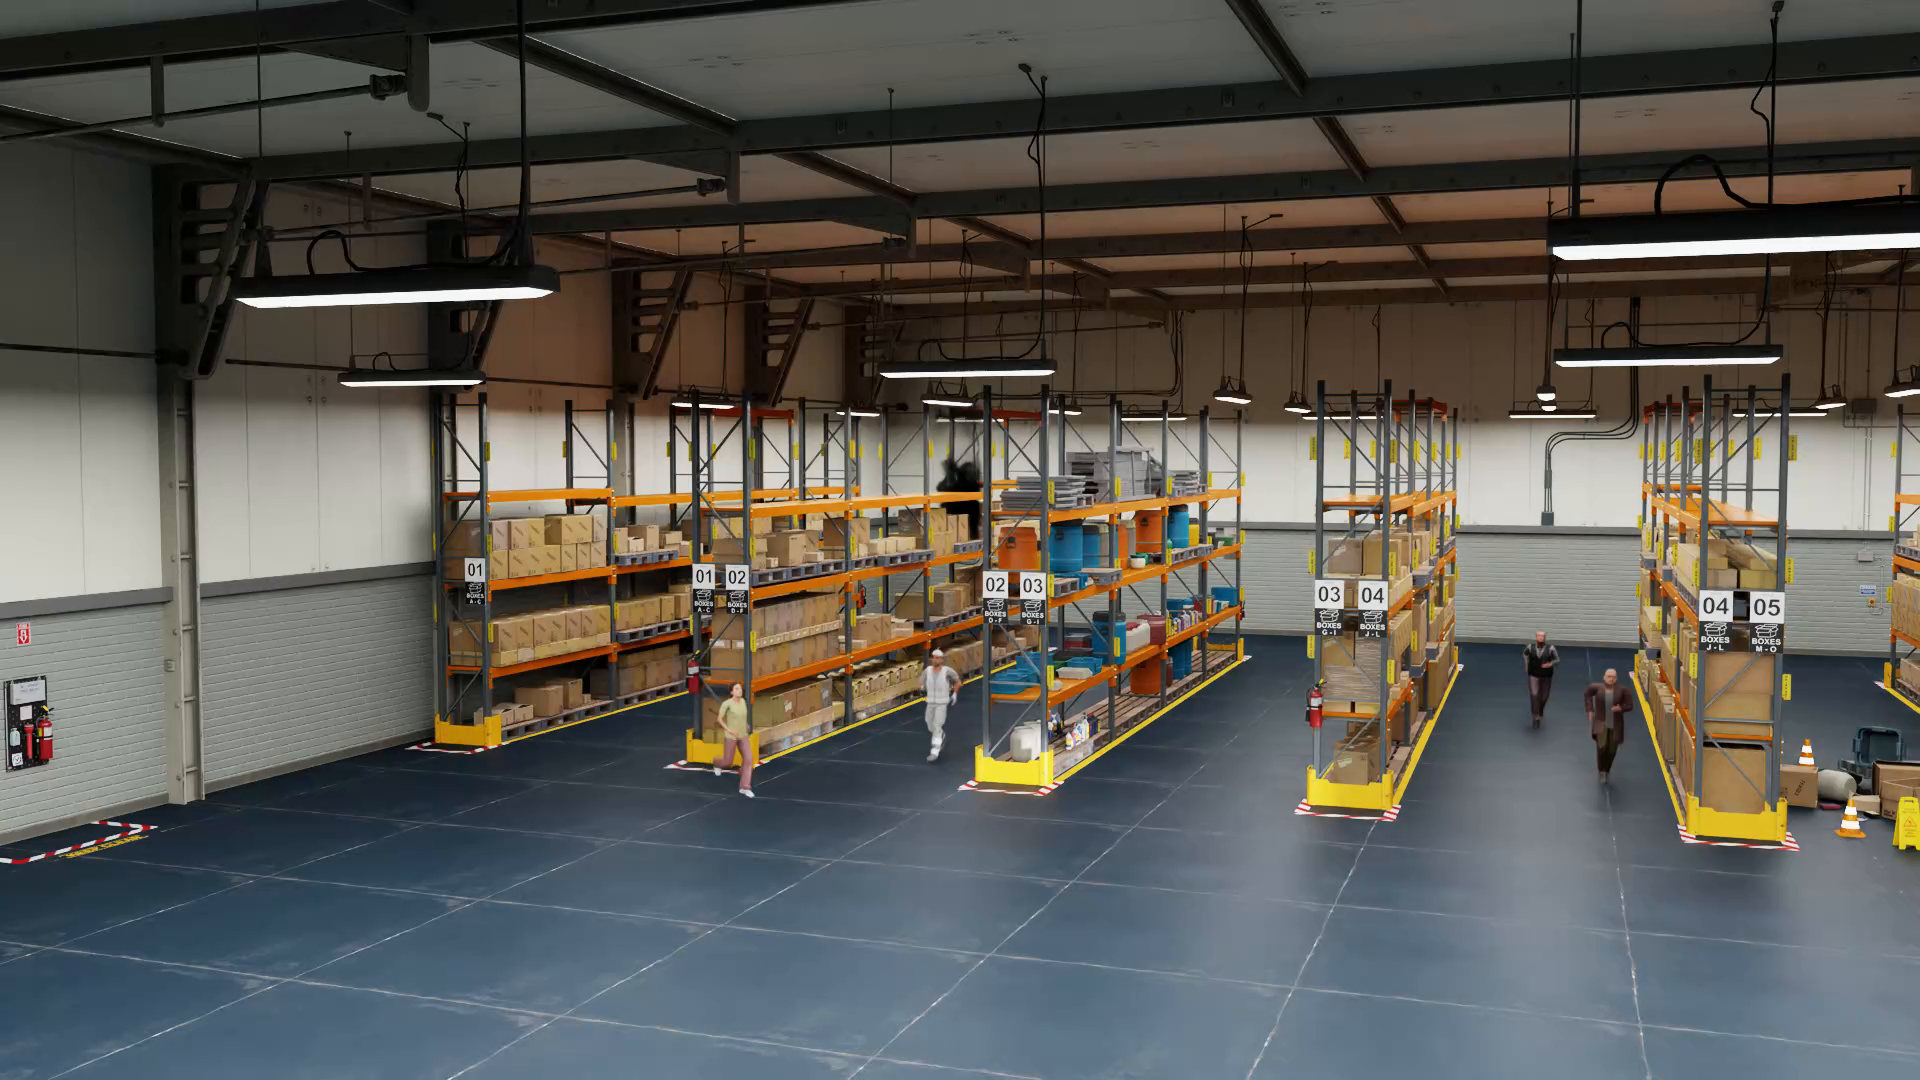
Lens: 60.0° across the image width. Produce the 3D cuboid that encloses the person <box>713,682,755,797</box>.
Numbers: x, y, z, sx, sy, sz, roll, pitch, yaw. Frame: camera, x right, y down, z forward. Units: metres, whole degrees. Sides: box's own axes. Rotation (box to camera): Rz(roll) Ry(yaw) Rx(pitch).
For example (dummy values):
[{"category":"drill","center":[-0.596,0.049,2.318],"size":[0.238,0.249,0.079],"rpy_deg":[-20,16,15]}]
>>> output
[{"category":"person","center":[-3.319,2.903,24.442],"size":[0.559,1.652,1.008],"rpy_deg":[-2,4,-36]}]

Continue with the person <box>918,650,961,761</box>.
[{"category":"person","center":[-0.356,2.656,27.031],"size":[0.668,1.770,0.908],"rpy_deg":[1,3,21]}]

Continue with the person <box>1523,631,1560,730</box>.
[{"category":"person","center":[10.629,2.533,30.406],"size":[0.622,1.752,1.083],"rpy_deg":[1,3,13]}]

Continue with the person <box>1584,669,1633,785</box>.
[{"category":"person","center":[9.721,2.798,24.933],"size":[0.656,1.756,0.879],"rpy_deg":[1,3,14]}]
